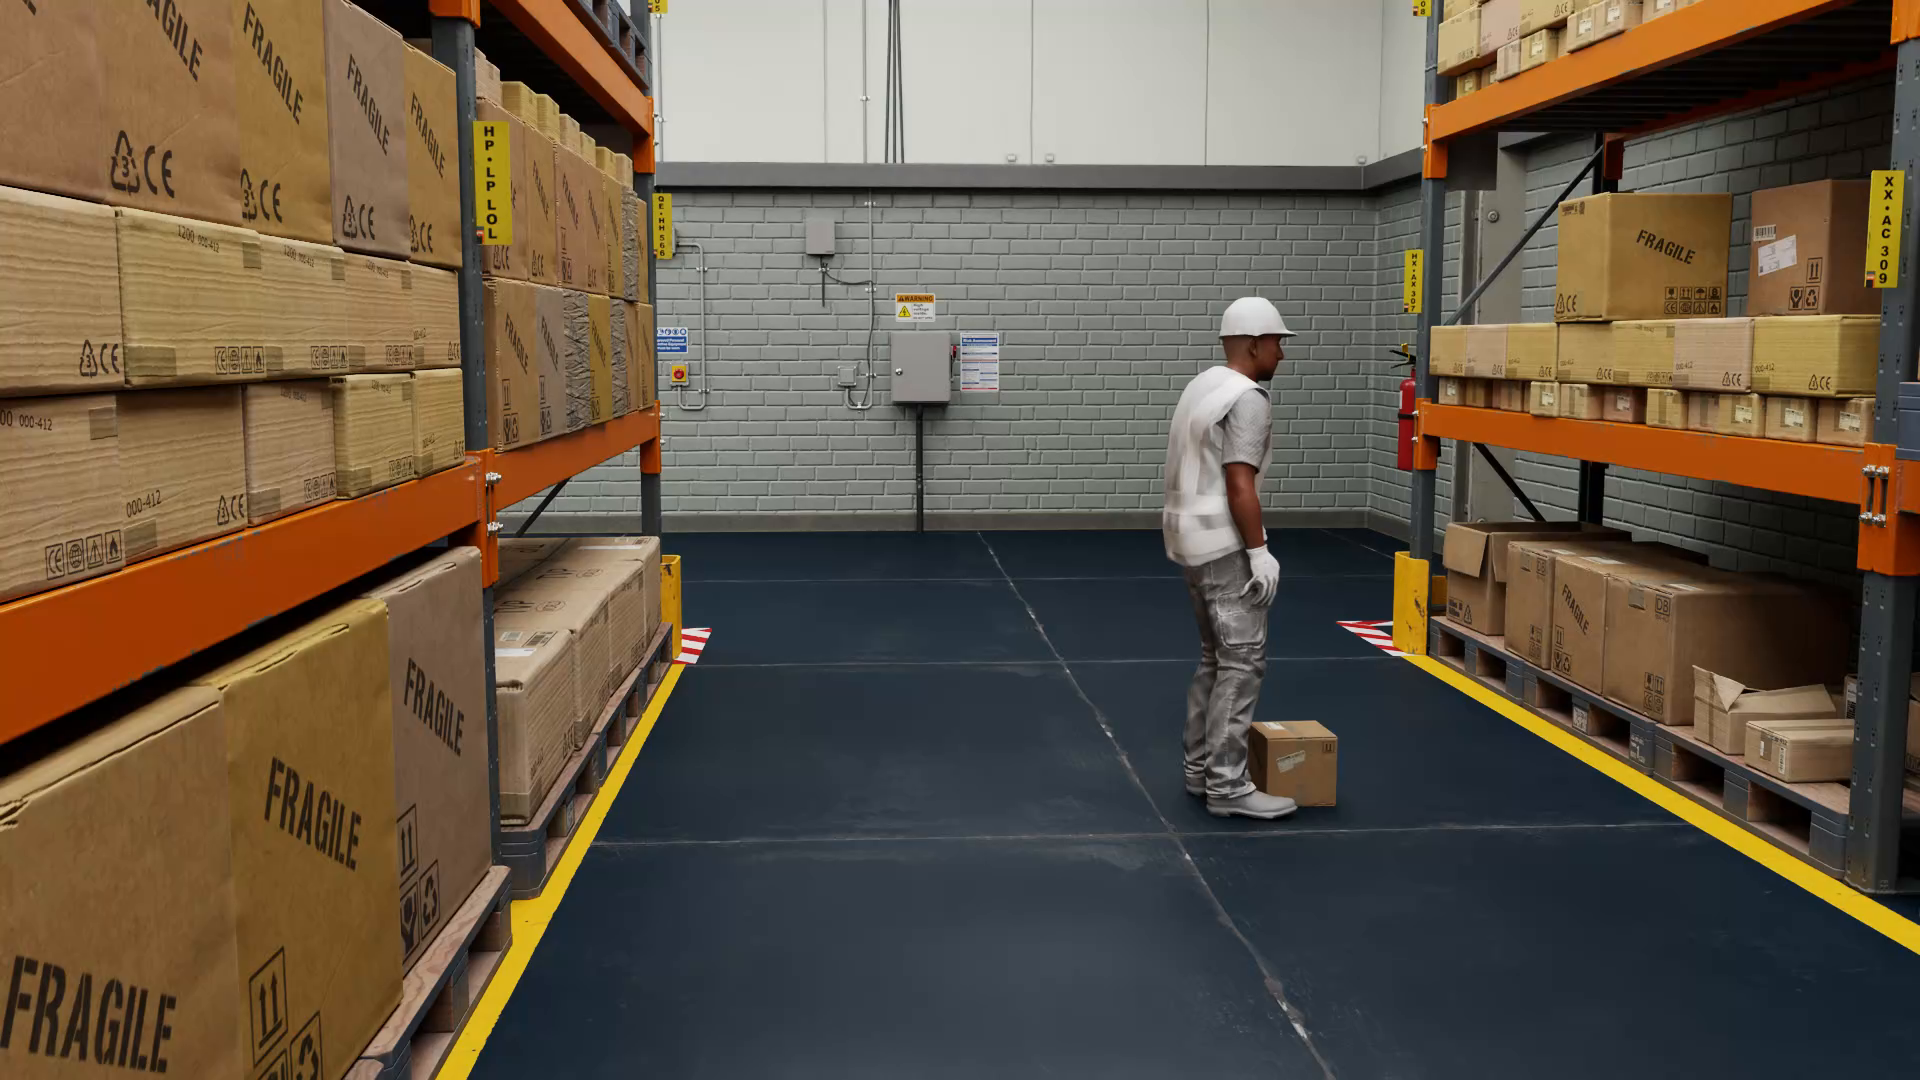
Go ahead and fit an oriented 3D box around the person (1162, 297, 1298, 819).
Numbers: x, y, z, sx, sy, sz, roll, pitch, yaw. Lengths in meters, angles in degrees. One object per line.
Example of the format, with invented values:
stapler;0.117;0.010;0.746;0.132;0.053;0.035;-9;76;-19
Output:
person;0.951;0.044;5.824;0.451;1.773;0.625;-1;7;-7
